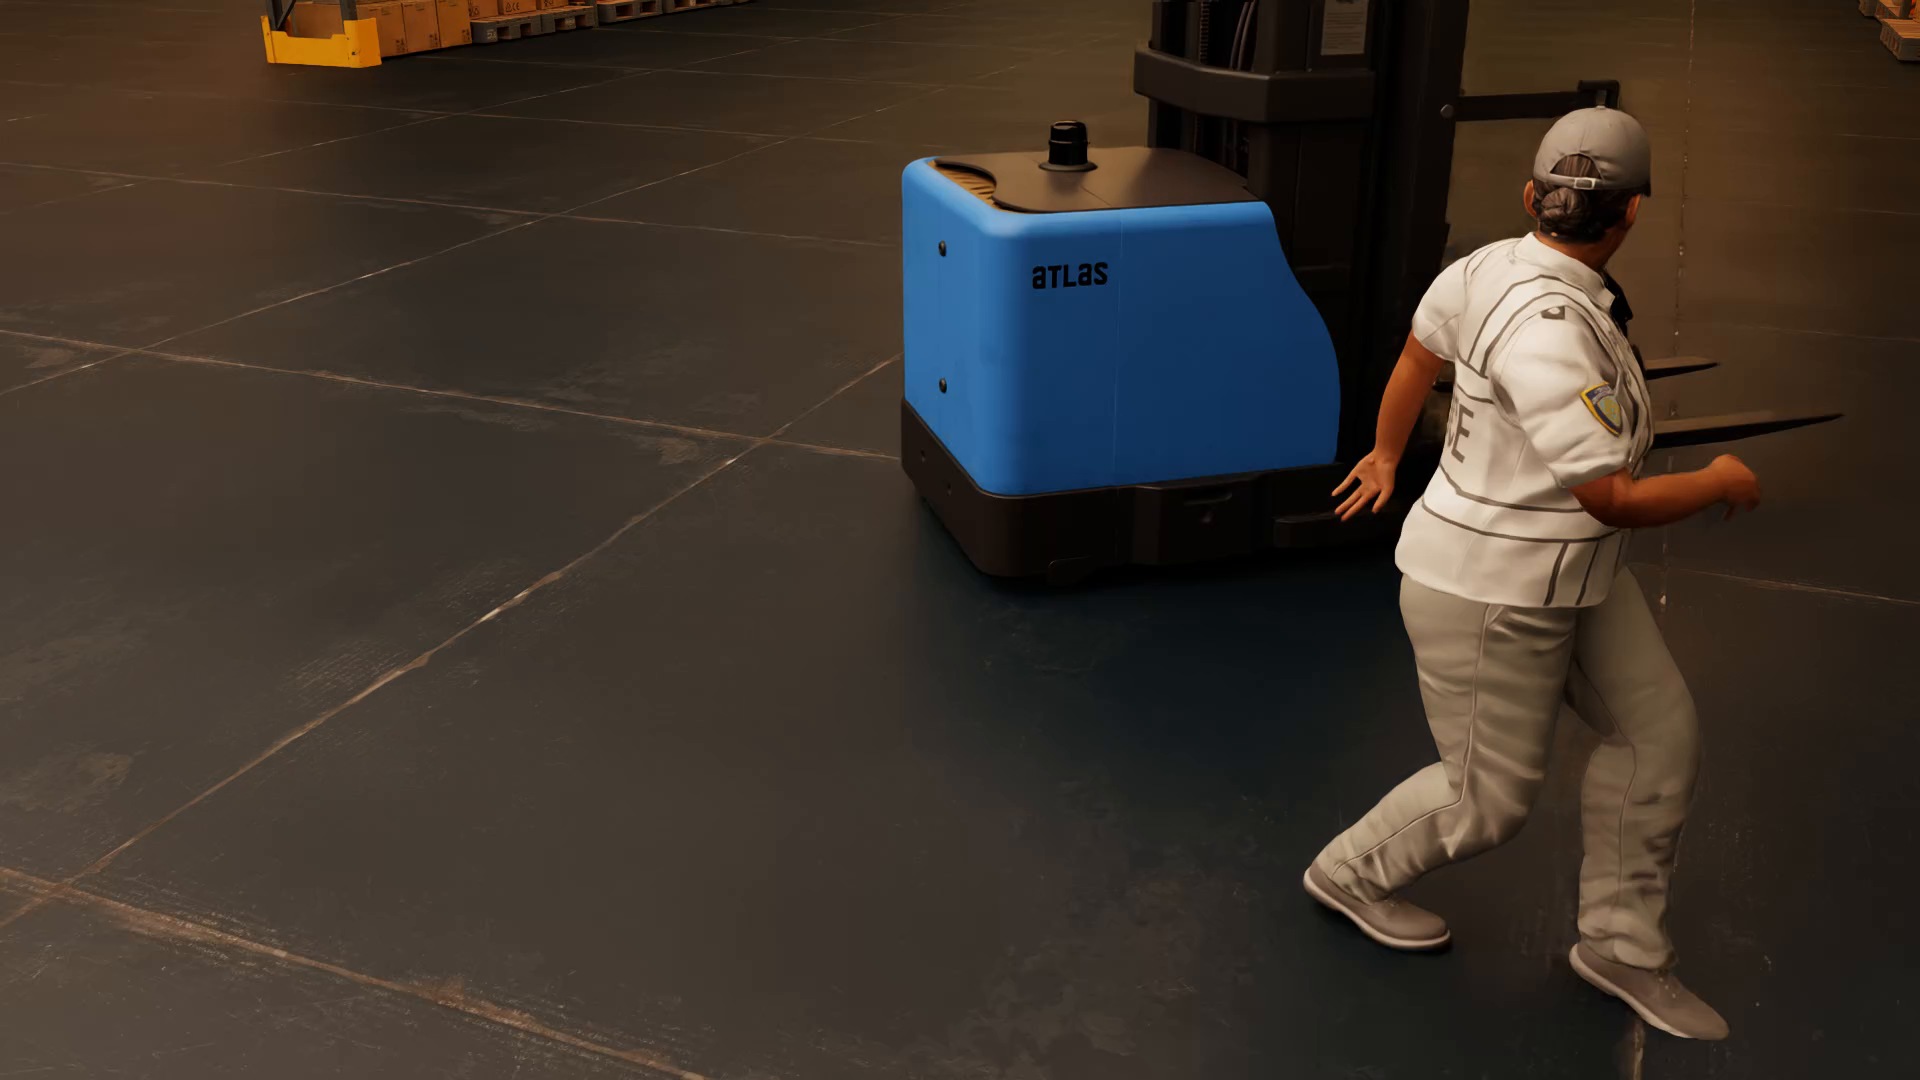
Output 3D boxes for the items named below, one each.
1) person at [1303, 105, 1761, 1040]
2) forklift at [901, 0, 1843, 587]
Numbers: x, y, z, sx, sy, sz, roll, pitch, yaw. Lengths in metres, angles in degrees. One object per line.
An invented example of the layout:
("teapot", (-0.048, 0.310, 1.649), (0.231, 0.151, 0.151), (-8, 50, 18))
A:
("person", (1.005, 0.076, 2.901), (0.891, 1.621, 0.514), (15, 27, 31))
("forklift", (1.383, -1.526, 4.944), (3.031, 2.935, 1.130), (-6, 24, -15))
